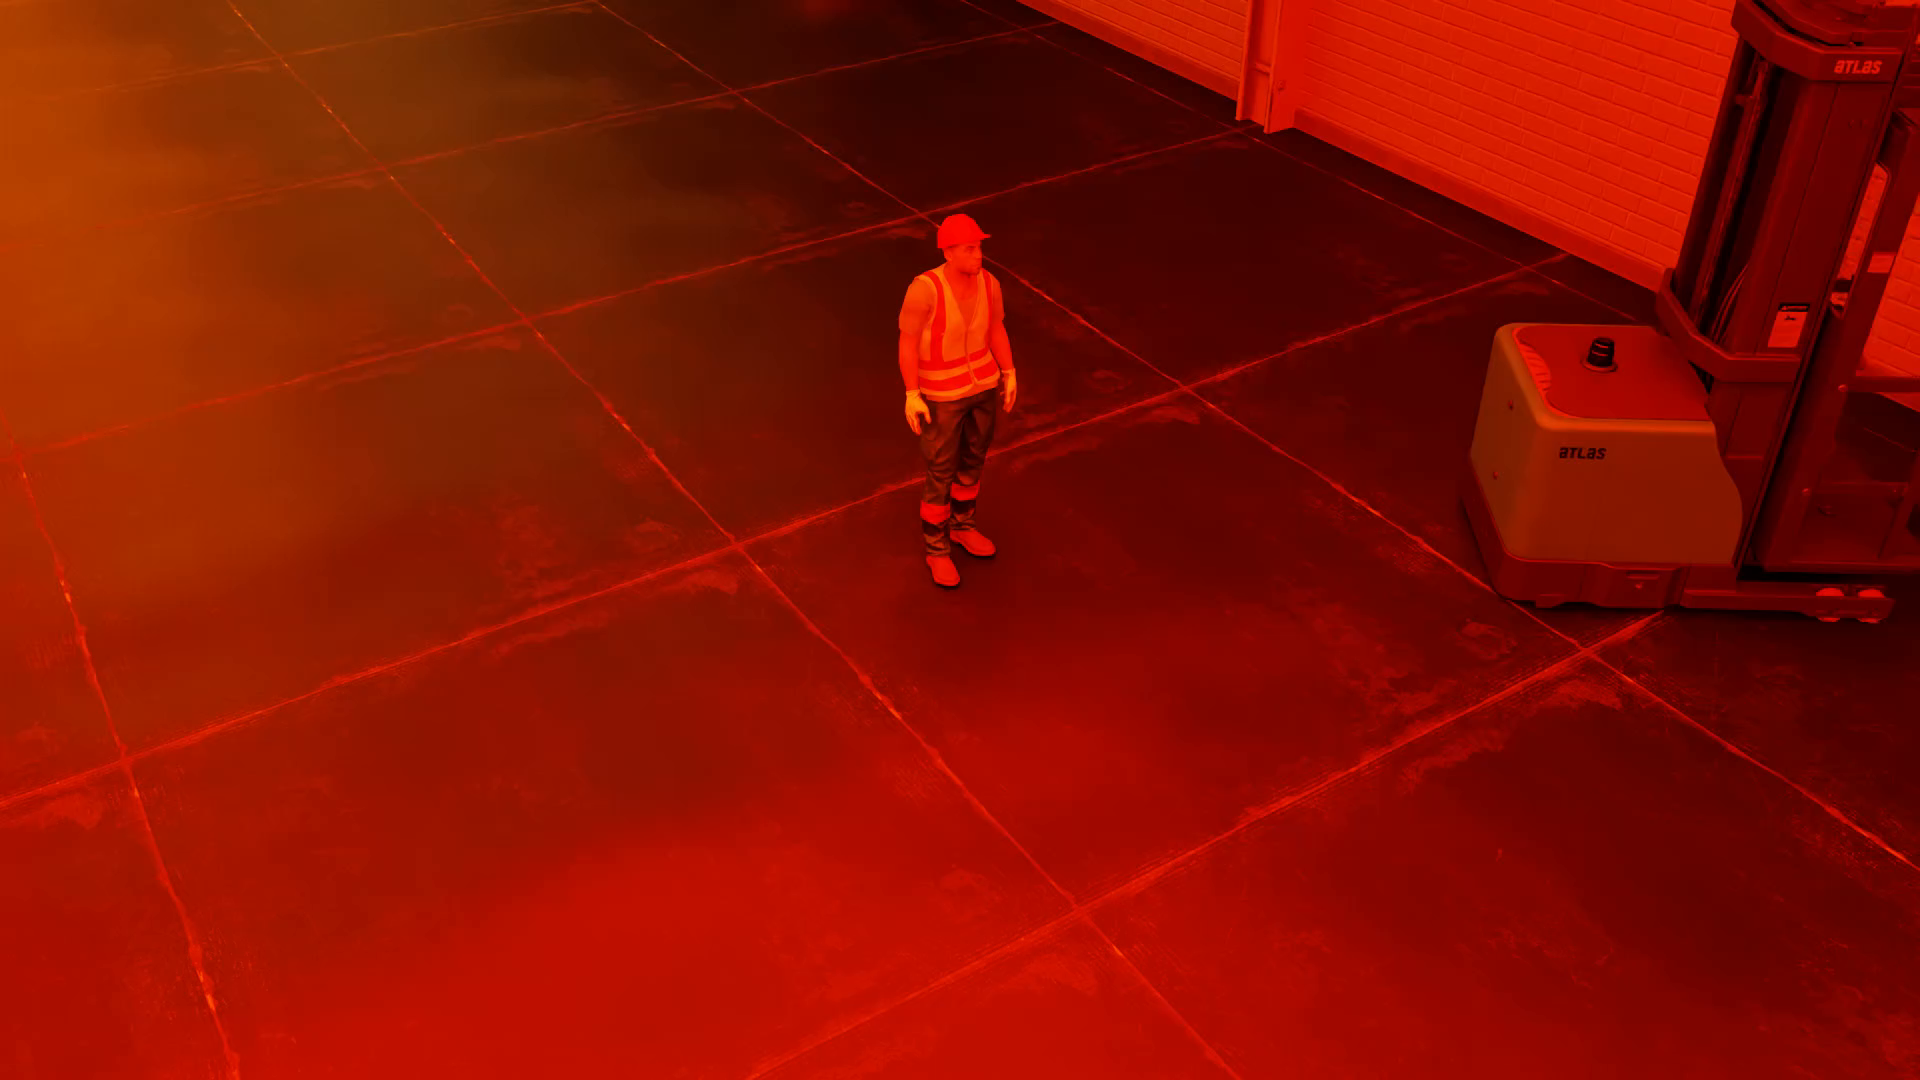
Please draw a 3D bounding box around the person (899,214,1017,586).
[{"bbox_3d":[0.034,-0.696,8.119,0.638,1.787,0.564,-21,40,-27],"label":"person"}]

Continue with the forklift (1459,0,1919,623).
[{"bbox_3d":[4.177,-1.109,7.726,3.031,2.935,1.130,1,35,2],"label":"forklift"}]
